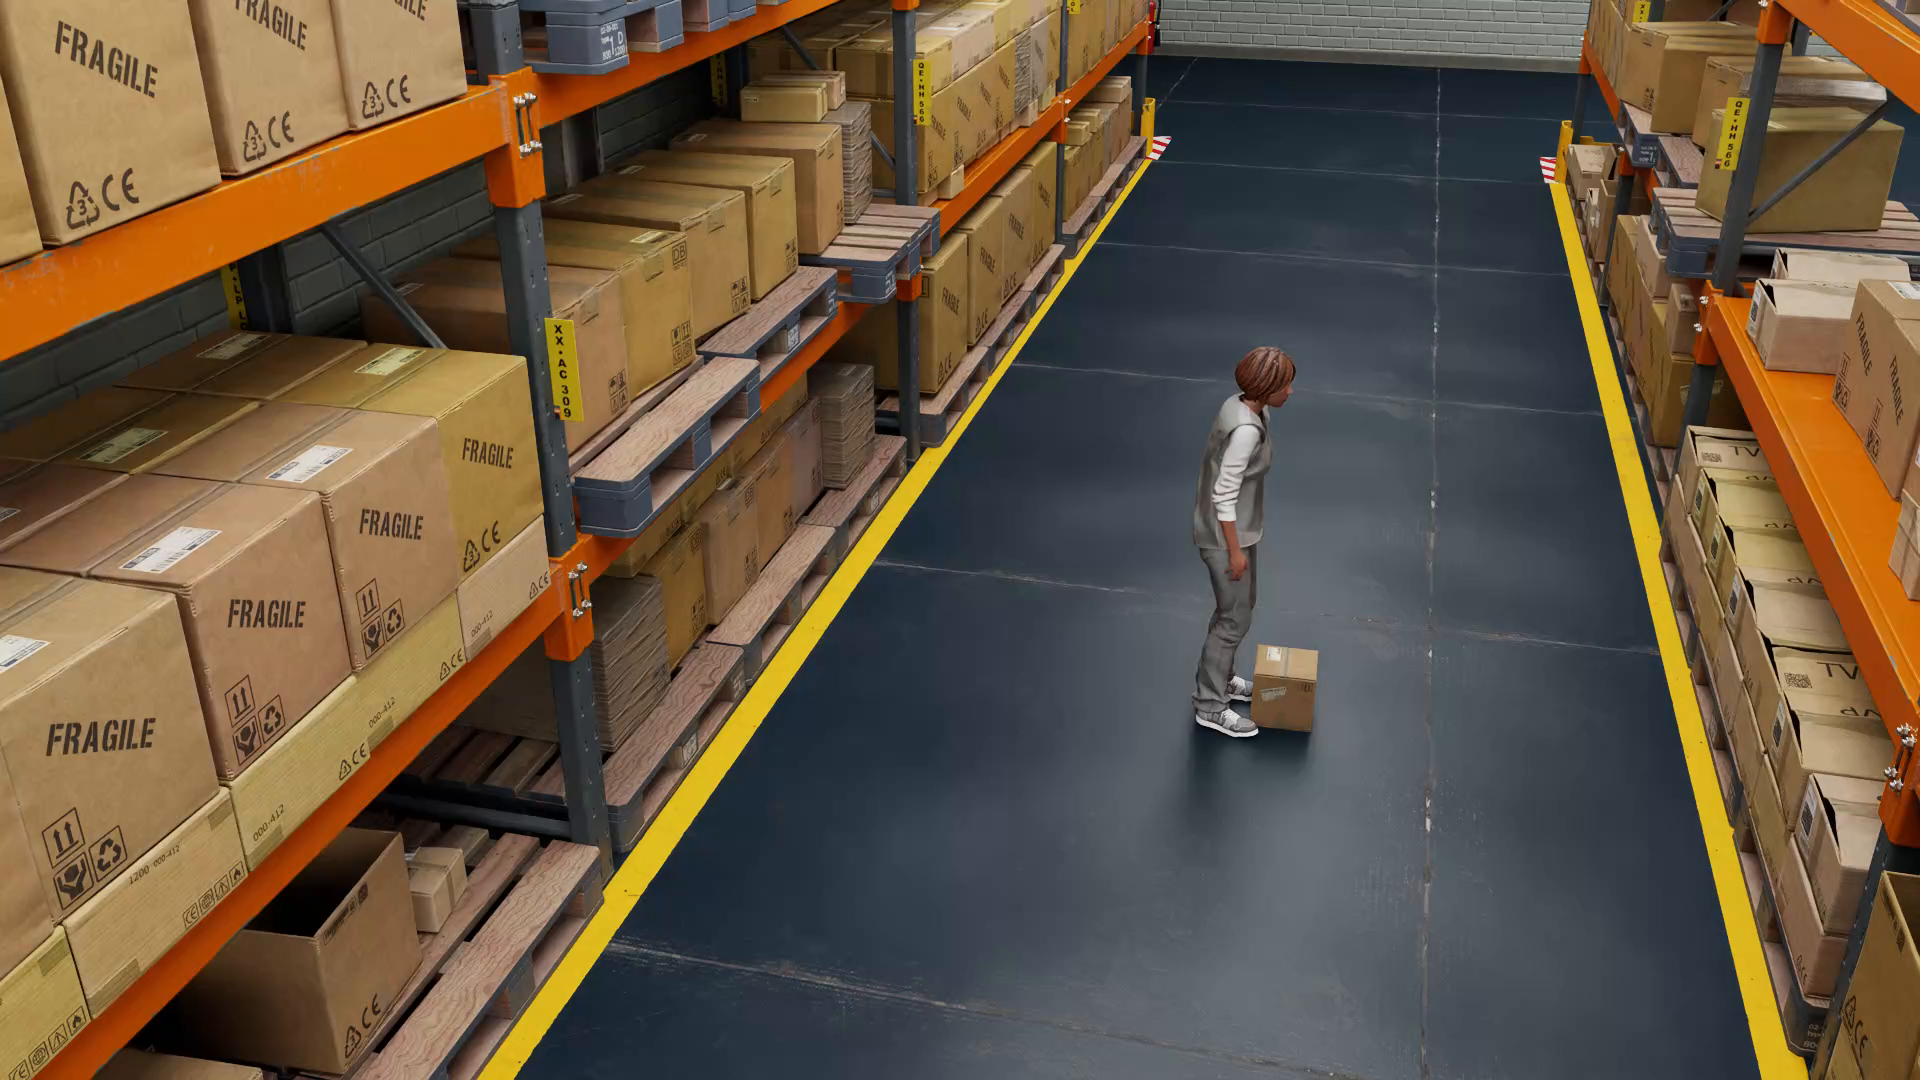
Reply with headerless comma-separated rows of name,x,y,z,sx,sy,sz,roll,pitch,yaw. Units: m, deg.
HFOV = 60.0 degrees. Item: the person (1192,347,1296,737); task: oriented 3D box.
person,1.103,-0.012,6.648,0.347,1.593,0.459,6,26,13
